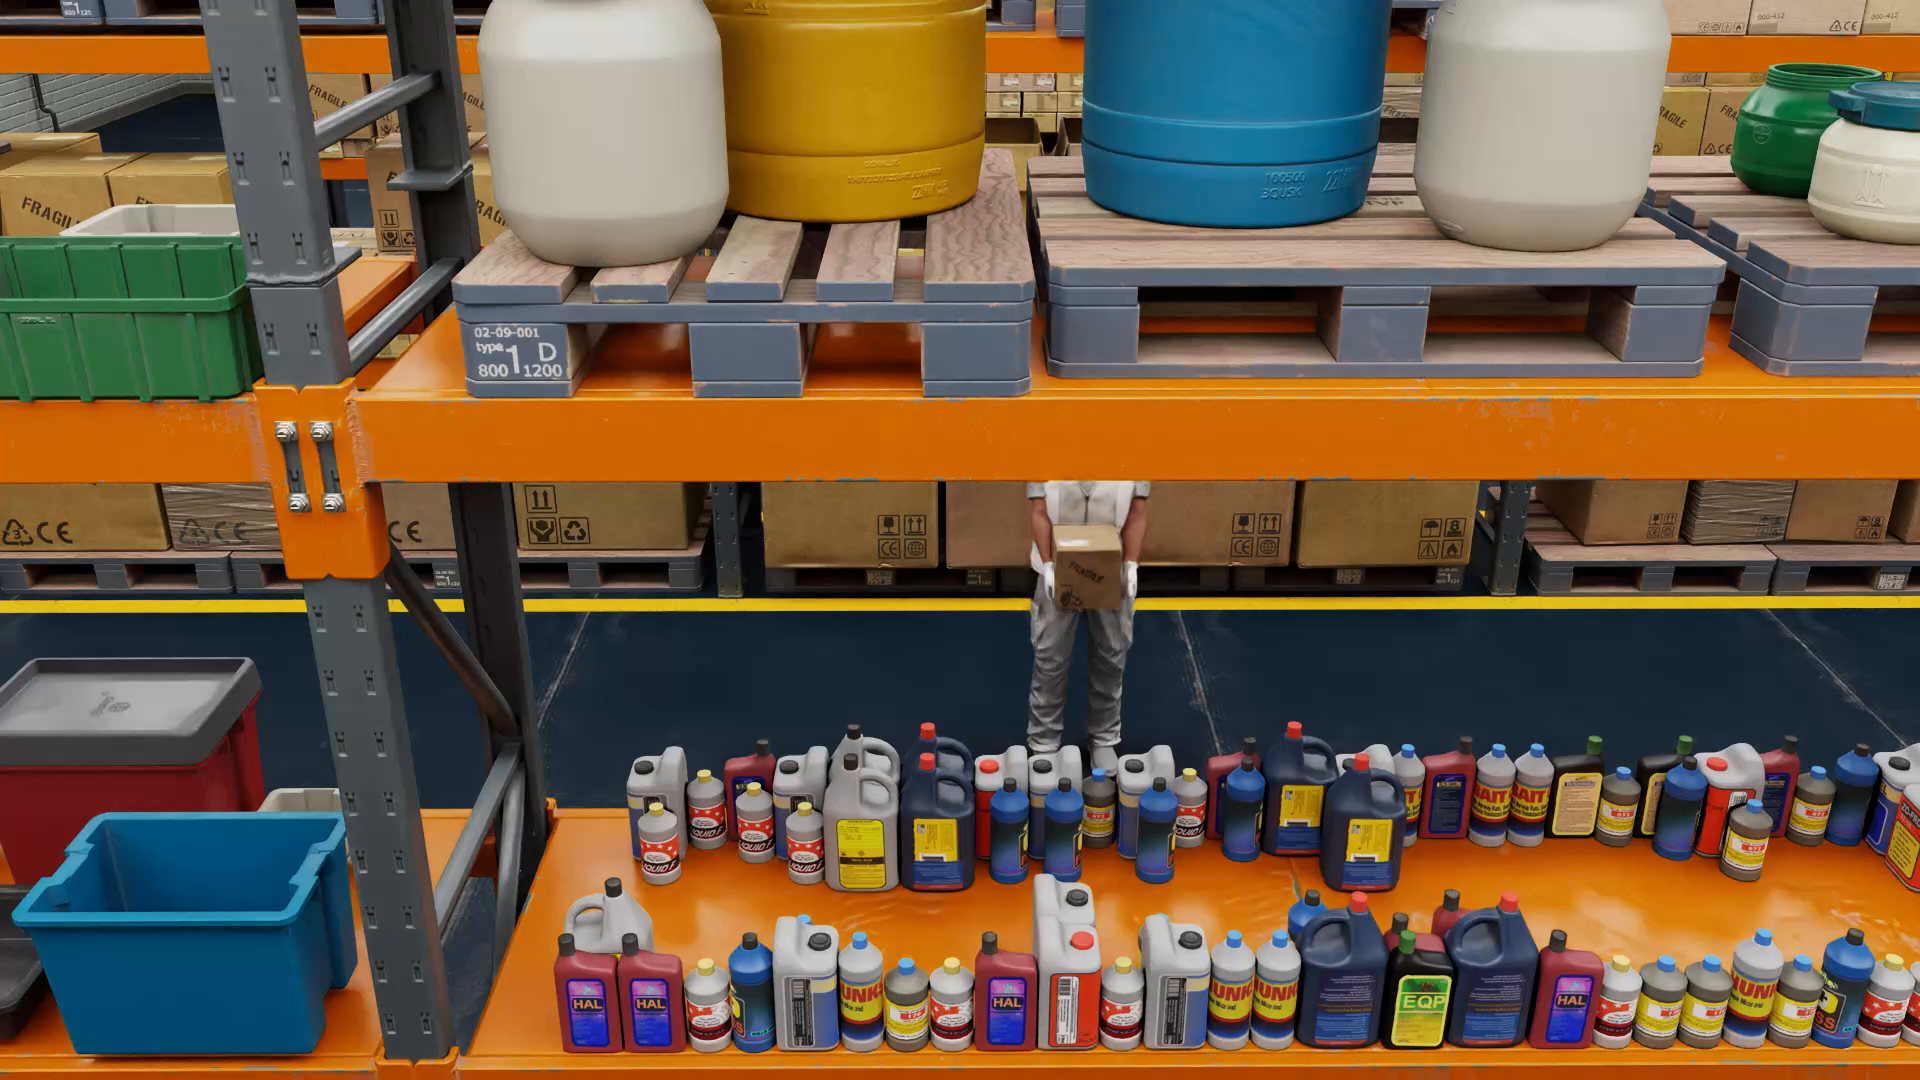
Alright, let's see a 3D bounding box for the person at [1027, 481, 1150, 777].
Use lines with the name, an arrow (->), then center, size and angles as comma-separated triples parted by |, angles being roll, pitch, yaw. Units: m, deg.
person -> 0.515, 0.169, 6.696 | 0.494, 1.784, 0.573 | -1, 24, -1
